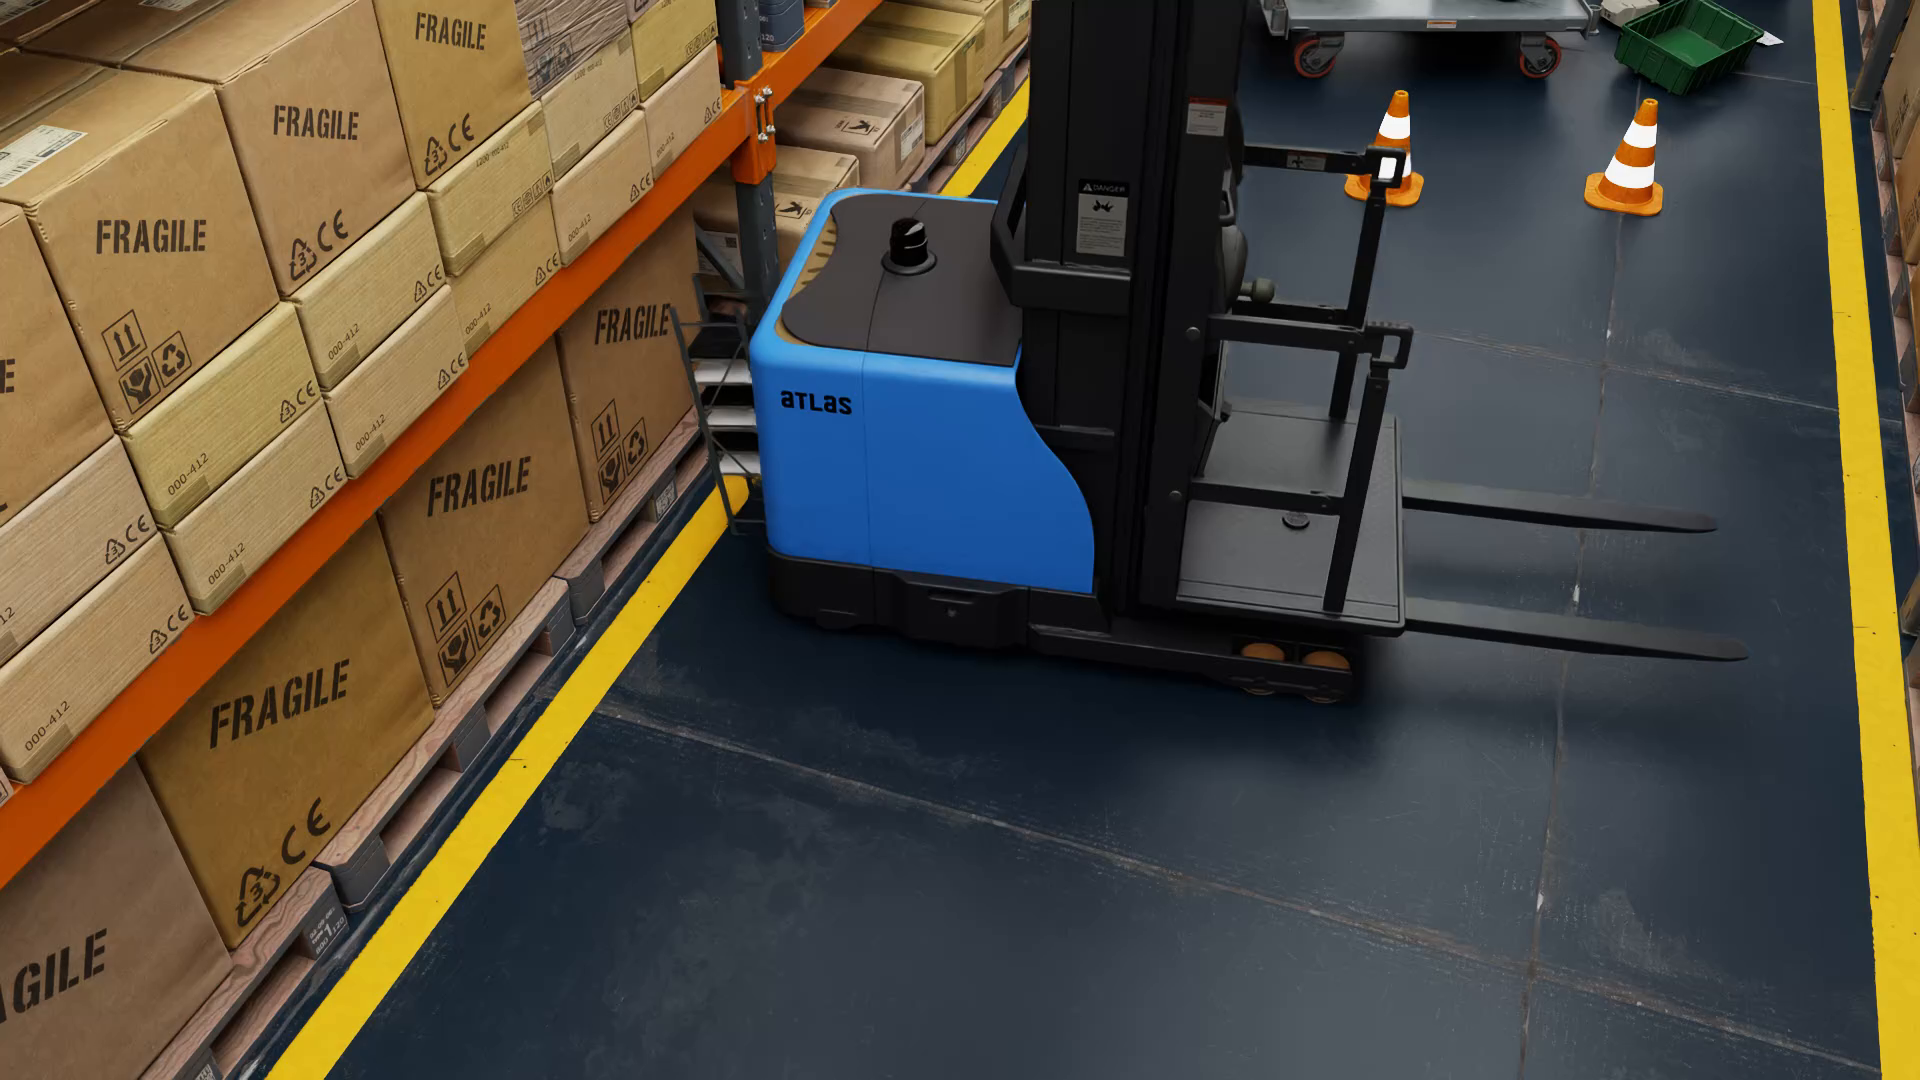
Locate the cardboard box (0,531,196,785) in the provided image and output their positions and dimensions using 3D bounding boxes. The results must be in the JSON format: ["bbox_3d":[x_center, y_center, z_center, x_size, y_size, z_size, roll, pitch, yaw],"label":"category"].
[{"bbox_3d":[-1.941,0.176,3.349,0.500,0.250,0.500,12,42,14],"label":"cardboard box"}]

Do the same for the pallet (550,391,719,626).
[{"bbox_3d":[-1.488,-0.270,5.904,1.003,0.211,1.213,13,42,15],"label":"pallet"}]

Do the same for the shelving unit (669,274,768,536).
[{"bbox_3d":[-0.712,-0.433,5.536,0.258,0.900,0.210,2,38,16],"label":"shelving unit"}]

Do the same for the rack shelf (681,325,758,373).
[{"bbox_3d":[-0.746,-0.620,5.396,0.258,0.077,0.200,2,38,16],"label":"rack shelf"}]

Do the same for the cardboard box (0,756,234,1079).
[{"bbox_3d":[-2.379,0.897,3.701,0.875,0.875,0.875,15,43,16],"label":"cardboard box"}]

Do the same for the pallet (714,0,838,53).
[{"bbox_3d":[-1.004,-2.181,6.143,1.213,0.211,1.003,13,42,15],"label":"pallet"}]

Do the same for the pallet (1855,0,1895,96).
[{"bbox_3d":[5.240,-2.584,8.616,1.003,0.211,1.213,13,42,15],"label":"pallet"}]

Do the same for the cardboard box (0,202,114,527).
[{"bbox_3d":[-1.947,-0.295,2.937,0.500,0.500,0.500,13,42,15],"label":"cardboard box"}]

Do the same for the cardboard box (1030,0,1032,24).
[{"bbox_3d":[0.043,-3.075,8.744,0.950,0.372,0.625,14,42,16],"label":"cardboard box"}]

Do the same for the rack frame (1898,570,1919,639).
[{"bbox_3d":[3.538,-0.758,4.328,1.000,3.000,0.127,13,42,15],"label":"rack frame"}]

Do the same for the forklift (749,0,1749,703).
[{"bbox_3d":[0.942,-0.985,4.647,3.031,2.935,1.130,7,41,8],"label":"forklift"}]

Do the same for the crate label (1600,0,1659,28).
[{"bbox_3d":[3.629,-2.872,9.011,0.298,0.136,0.250,-13,42,-15],"label":"crate label"}]

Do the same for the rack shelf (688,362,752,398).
[{"bbox_3d":[-0.733,-0.549,5.449,0.258,0.077,0.200,2,38,16],"label":"rack shelf"}]

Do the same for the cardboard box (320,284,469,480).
[{"bbox_3d":[-1.572,-0.436,4.066,0.500,0.250,0.500,13,42,14],"label":"cardboard box"}]

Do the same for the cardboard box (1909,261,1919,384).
[{"bbox_3d":[4.127,-0.948,5.959,1.050,0.750,0.750,14,42,16],"label":"cardboard box"}]

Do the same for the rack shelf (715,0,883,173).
[{"bbox_3d":[-0.464,-2.741,7.206,1.077,0.370,4.000,13,42,15],"label":"rack shelf"}]

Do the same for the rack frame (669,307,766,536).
[{"bbox_3d":[-0.736,-0.371,5.459,0.240,0.900,0.006,2,38,16],"label":"rack frame"}]

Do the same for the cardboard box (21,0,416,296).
[{"bbox_3d":[-1.602,-0.917,3.666,0.500,0.500,0.500,13,42,14],"label":"cardboard box"}]

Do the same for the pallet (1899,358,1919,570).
[{"bbox_3d":[3.879,-0.162,5.777,1.003,0.211,1.213,13,42,15],"label":"pallet"}]

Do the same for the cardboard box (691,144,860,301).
[{"bbox_3d":[-0.945,-1.298,6.661,0.950,0.372,0.625,11,42,12],"label":"cardboard box"}]

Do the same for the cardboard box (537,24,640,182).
[{"bbox_3d":[-1.246,-1.263,4.650,0.500,0.250,0.500,12,42,14],"label":"cardboard box"}]

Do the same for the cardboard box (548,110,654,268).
[{"bbox_3d":[-1.237,-1.057,4.793,0.500,0.250,0.500,14,42,16],"label":"cardboard box"}]

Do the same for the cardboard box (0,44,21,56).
[{"bbox_3d":[-2.237,-0.724,3.440,0.500,0.500,0.500,15,43,16],"label":"cardboard box"}]

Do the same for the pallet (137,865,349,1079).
[{"bbox_3d":[-2.323,1.218,4.160,1.003,0.211,1.213,13,42,15],"label":"pallet"}]

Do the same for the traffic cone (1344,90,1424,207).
[{"bbox_3d":[1.952,-1.804,7.508,0.336,0.463,0.334,13,42,15],"label":"traffic cone"}]

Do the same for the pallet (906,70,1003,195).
[{"bbox_3d":[-0.460,-1.952,7.876,1.003,0.211,1.213,13,42,15],"label":"pallet"}]

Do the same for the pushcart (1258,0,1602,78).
[{"bbox_3d":[2.380,-2.762,8.696,1.648,0.377,0.936,0,40,0],"label":"pushcart"}]

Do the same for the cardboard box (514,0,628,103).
[{"bbox_3d":[-1.246,-1.526,4.380,0.500,0.500,0.500,14,42,16],"label":"cardboard box"}]

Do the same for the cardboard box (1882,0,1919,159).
[{"bbox_3d":[4.779,-2.103,7.314,1.050,0.750,0.750,13,42,15],"label":"cardboard box"}]

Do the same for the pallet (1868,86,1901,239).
[{"bbox_3d":[4.713,-1.650,7.521,1.003,0.211,1.213,13,42,15],"label":"pallet"}]

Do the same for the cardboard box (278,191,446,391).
[{"bbox_3d":[-1.580,-0.630,3.907,0.500,0.250,0.500,12,42,14],"label":"cardboard box"}]

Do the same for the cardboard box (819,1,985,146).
[{"bbox_3d":[-0.436,-2.211,7.731,0.950,0.372,0.625,15,43,17],"label":"cardboard box"}]

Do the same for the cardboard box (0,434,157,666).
[{"bbox_3d":[-1.948,-0.019,3.191,0.500,0.250,0.500,14,42,16],"label":"cardboard box"}]

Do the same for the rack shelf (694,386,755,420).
[{"bbox_3d":[-0.720,-0.477,5.503,0.258,0.077,0.200,2,38,16],"label":"rack shelf"}]

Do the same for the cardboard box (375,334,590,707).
[{"bbox_3d":[-1.771,-0.201,4.988,0.875,0.875,0.875,14,42,16],"label":"cardboard box"}]
